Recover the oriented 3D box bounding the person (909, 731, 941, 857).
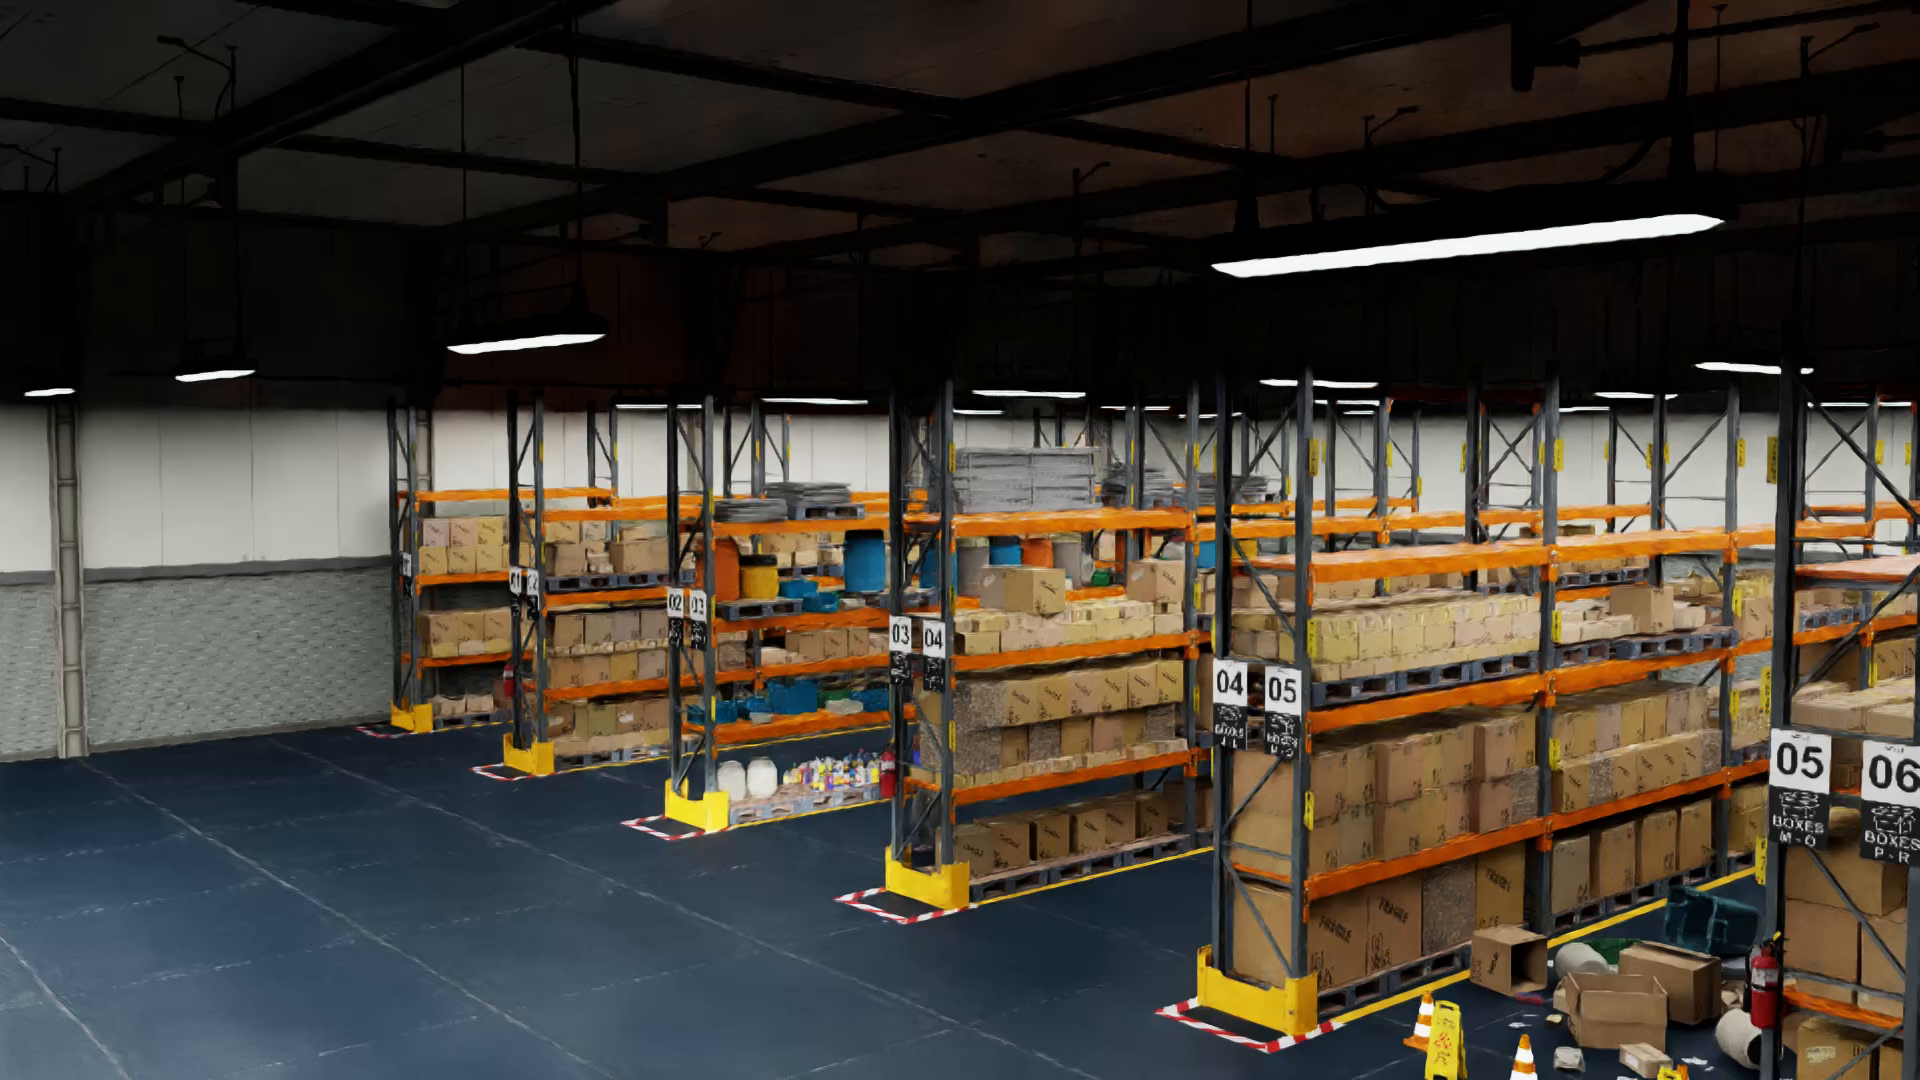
[{"bbox_3d":[-0.392,3.157,20.775,0.513,1.604,0.592,-3,4,-42],"label":"person"}]
